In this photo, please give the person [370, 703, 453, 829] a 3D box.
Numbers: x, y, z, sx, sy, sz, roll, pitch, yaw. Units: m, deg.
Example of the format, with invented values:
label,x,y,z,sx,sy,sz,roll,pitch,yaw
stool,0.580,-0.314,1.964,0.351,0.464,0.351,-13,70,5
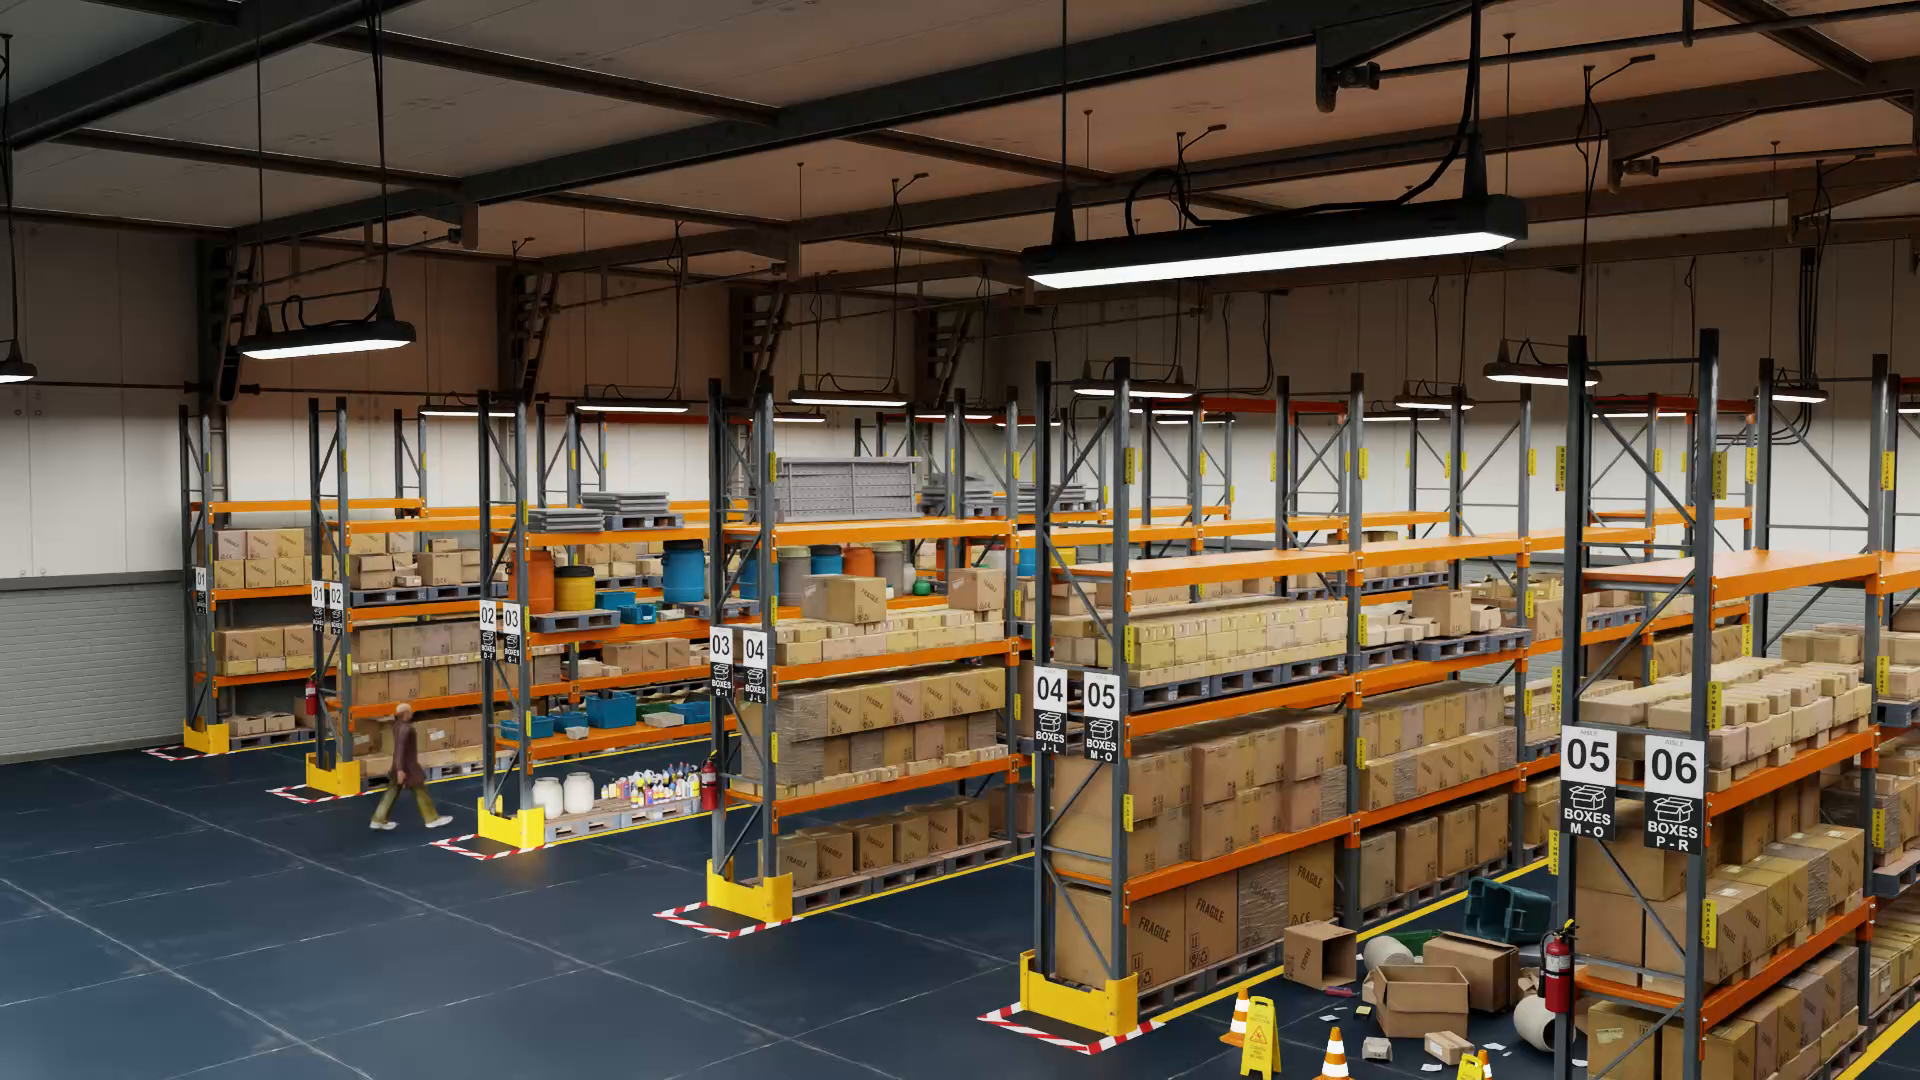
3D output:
label,x,y,z,sx,sy,sz,roll,pitch,yaw
person,-7.503,3.081,22.712,1.079,1.732,0.632,-2,4,-31
